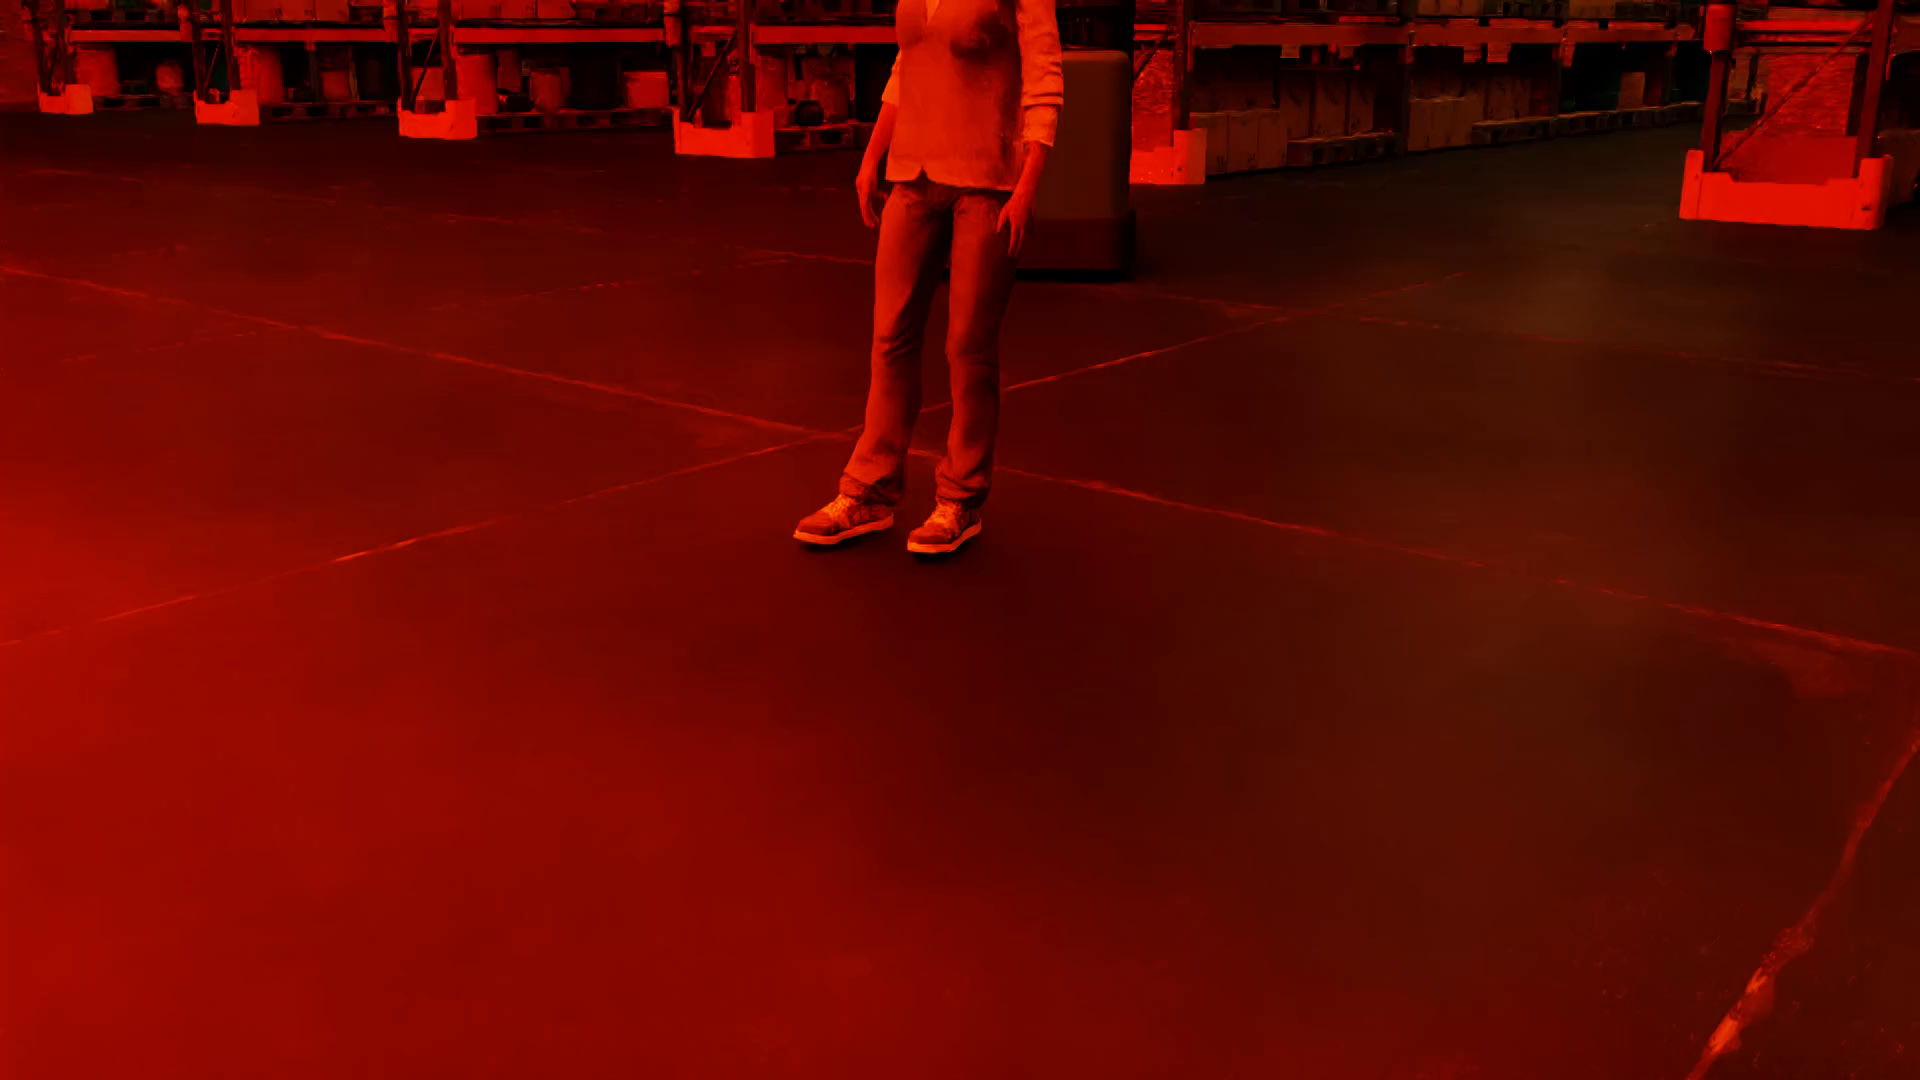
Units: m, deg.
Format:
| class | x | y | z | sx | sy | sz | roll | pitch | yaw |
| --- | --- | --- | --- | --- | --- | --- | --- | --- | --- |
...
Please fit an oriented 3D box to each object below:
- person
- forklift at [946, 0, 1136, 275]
| class | x | y | z | sx | sy | sz | roll | pitch | yaw |
| --- | --- | --- | --- | --- | --- | --- | --- | --- | --- |
| person | -0.058 | -0.757 | 3.662 | 0.521 | 1.597 | 0.474 | 13 | 21 | 37 |
| forklift | 0.406 | -3.075 | 9.024 | 1.130 | 2.935 | 3.031 | 1 | 17 | 5 |
